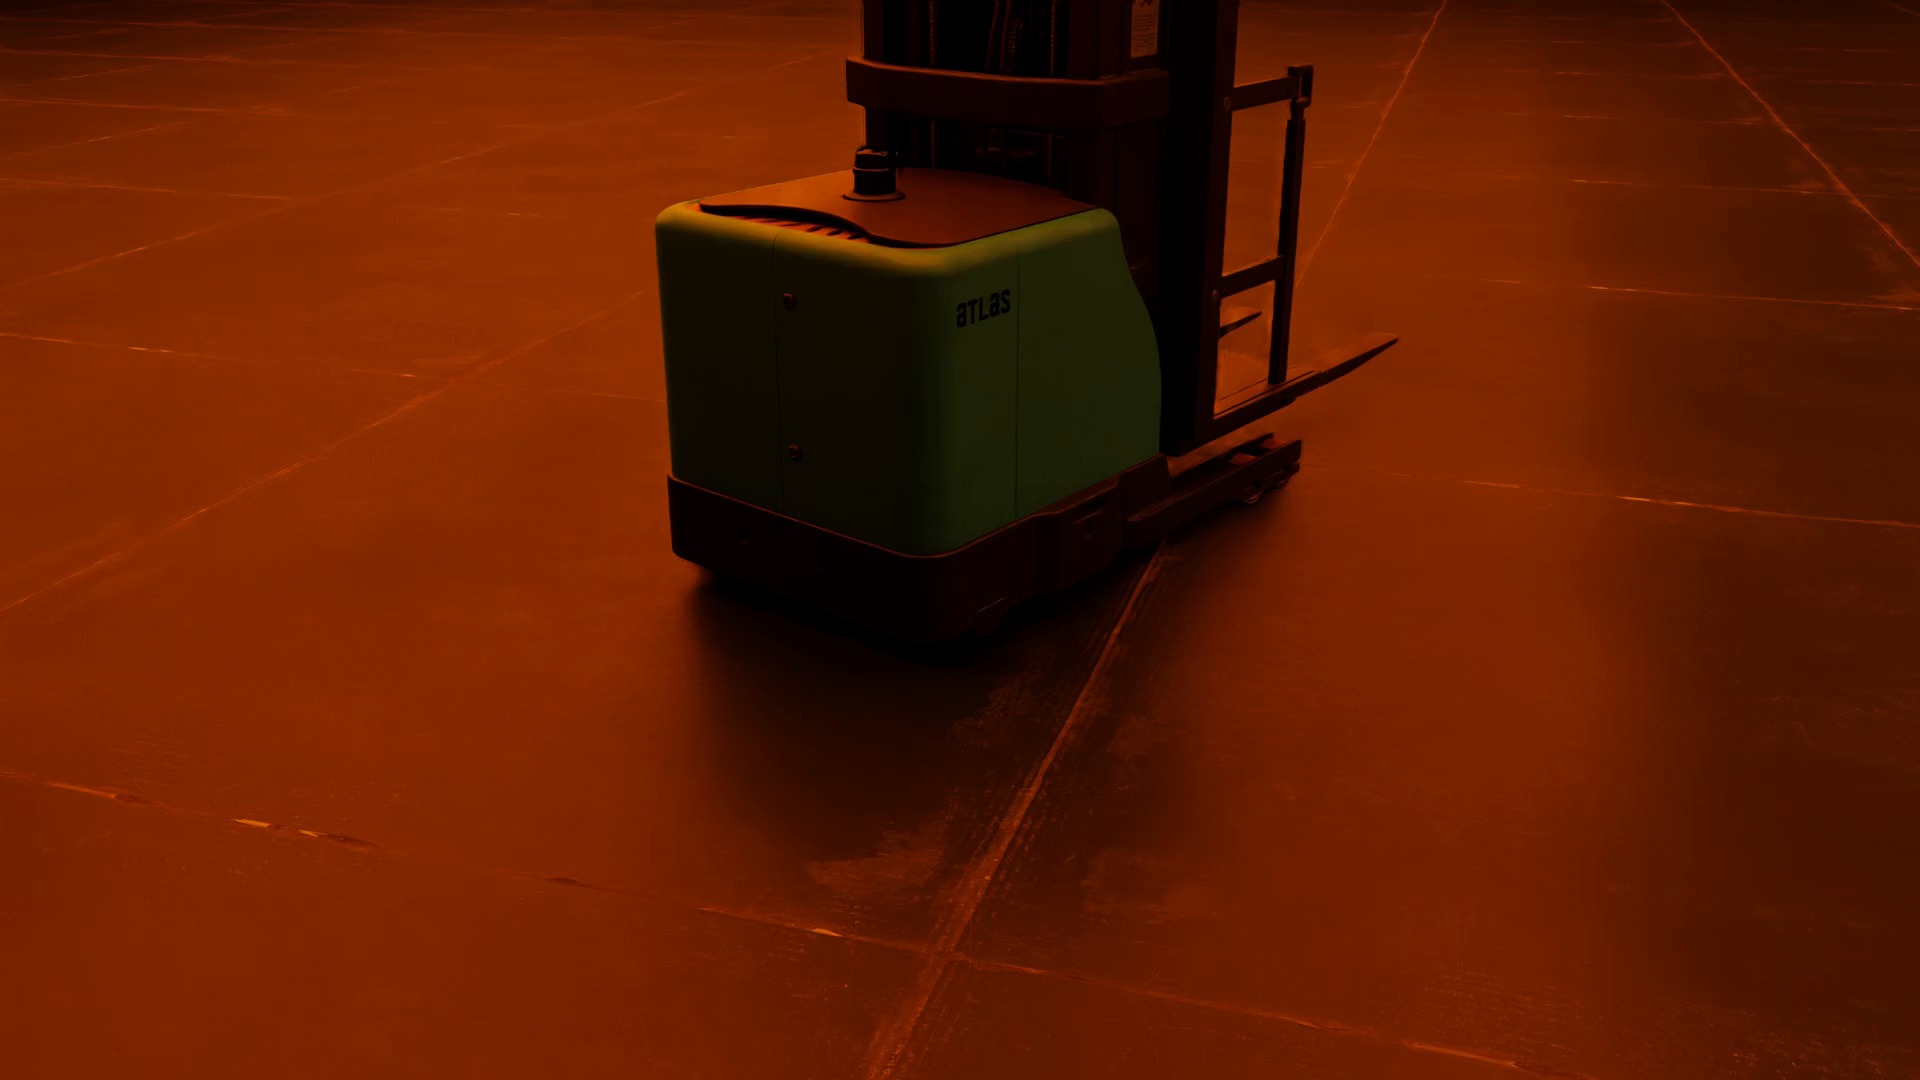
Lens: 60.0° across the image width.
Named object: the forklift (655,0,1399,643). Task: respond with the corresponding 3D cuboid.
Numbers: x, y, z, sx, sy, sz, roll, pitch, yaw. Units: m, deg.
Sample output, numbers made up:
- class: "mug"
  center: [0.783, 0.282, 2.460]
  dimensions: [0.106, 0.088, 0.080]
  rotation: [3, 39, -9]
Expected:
- class: "forklift"
  center: [0.485, -1.578, 5.102]
  dimensions: [1.130, 2.935, 3.031]
  rotation: [18, 28, 36]
